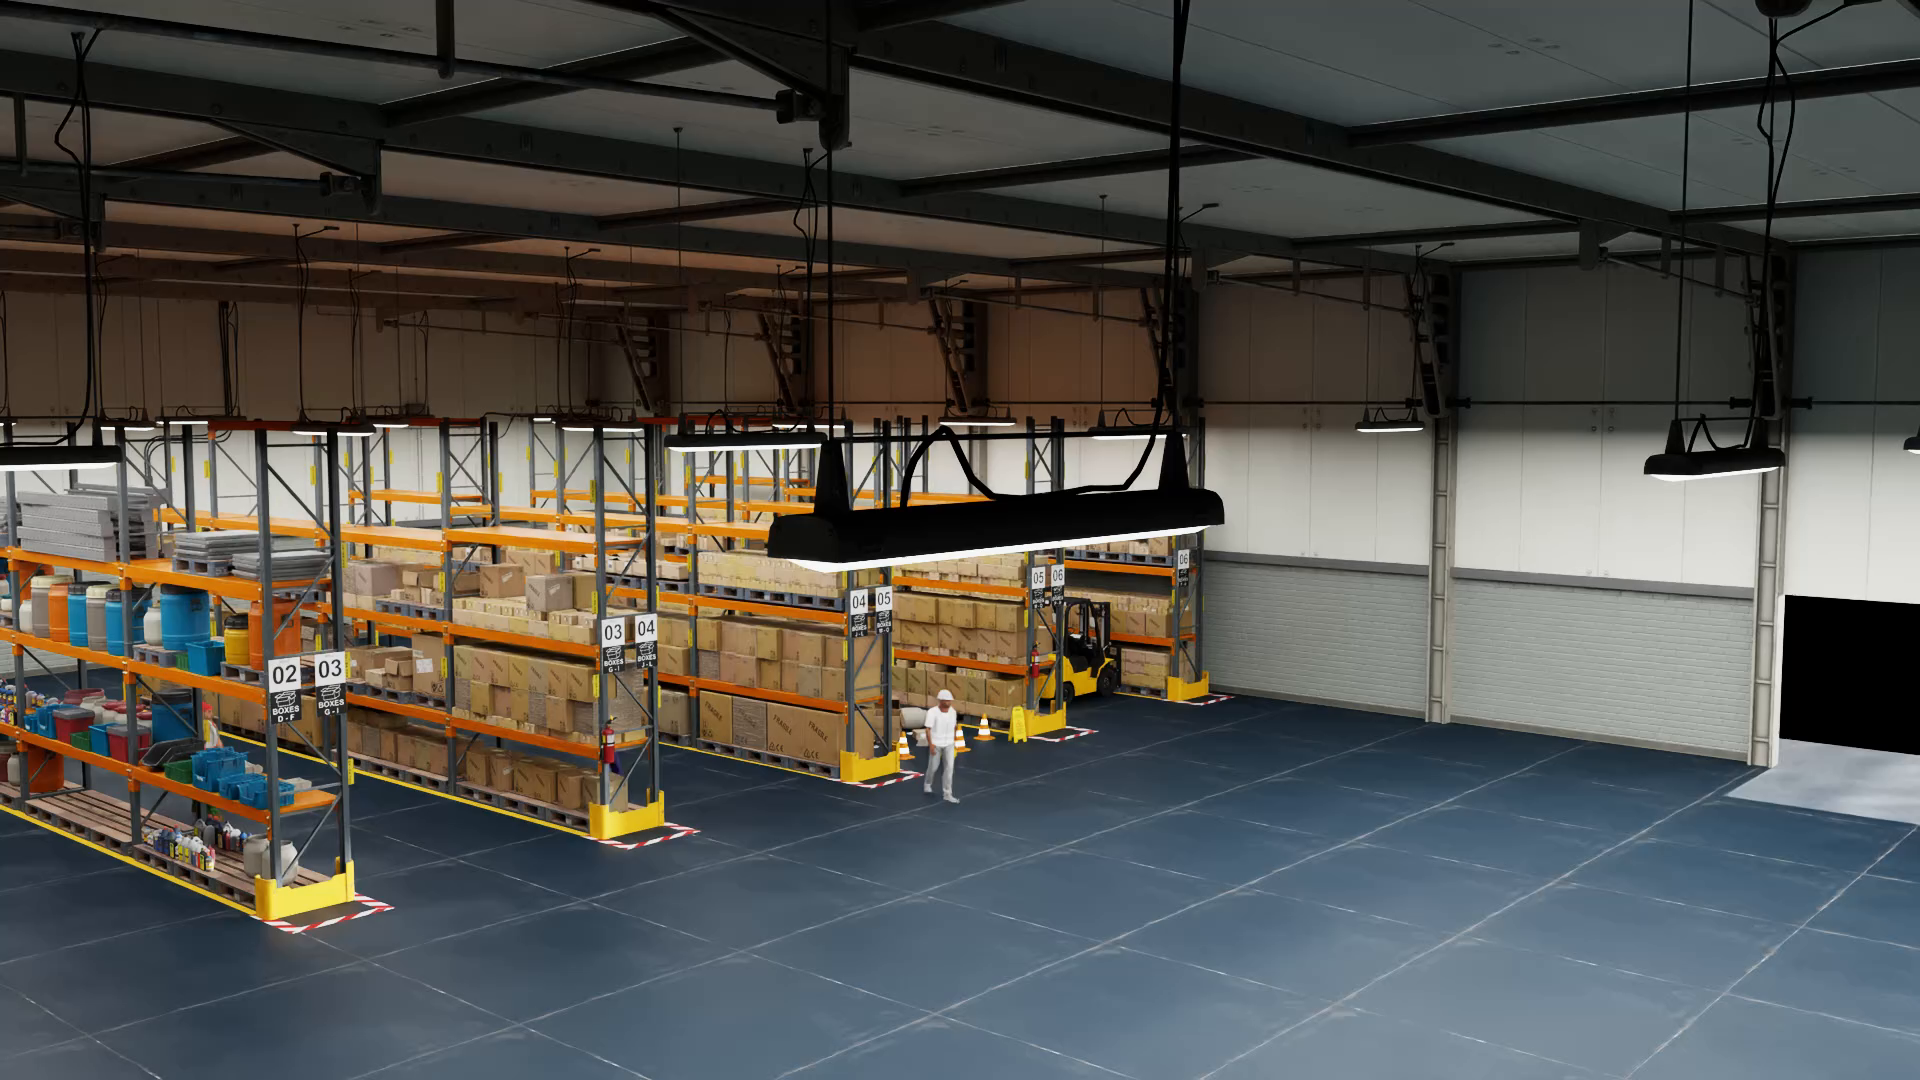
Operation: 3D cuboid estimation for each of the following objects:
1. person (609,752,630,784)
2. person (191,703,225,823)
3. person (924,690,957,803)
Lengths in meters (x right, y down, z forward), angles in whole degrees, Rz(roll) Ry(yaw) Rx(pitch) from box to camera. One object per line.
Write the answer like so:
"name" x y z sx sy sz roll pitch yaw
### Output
"person" -5.711 3.214 27.635 0.942 1.601 0.516 3 6 34
"person" -11.375 3.337 25.237 0.969 1.751 0.656 3 5 28
"person" -0.279 3.264 26.556 0.659 1.744 0.872 -3 6 -34
